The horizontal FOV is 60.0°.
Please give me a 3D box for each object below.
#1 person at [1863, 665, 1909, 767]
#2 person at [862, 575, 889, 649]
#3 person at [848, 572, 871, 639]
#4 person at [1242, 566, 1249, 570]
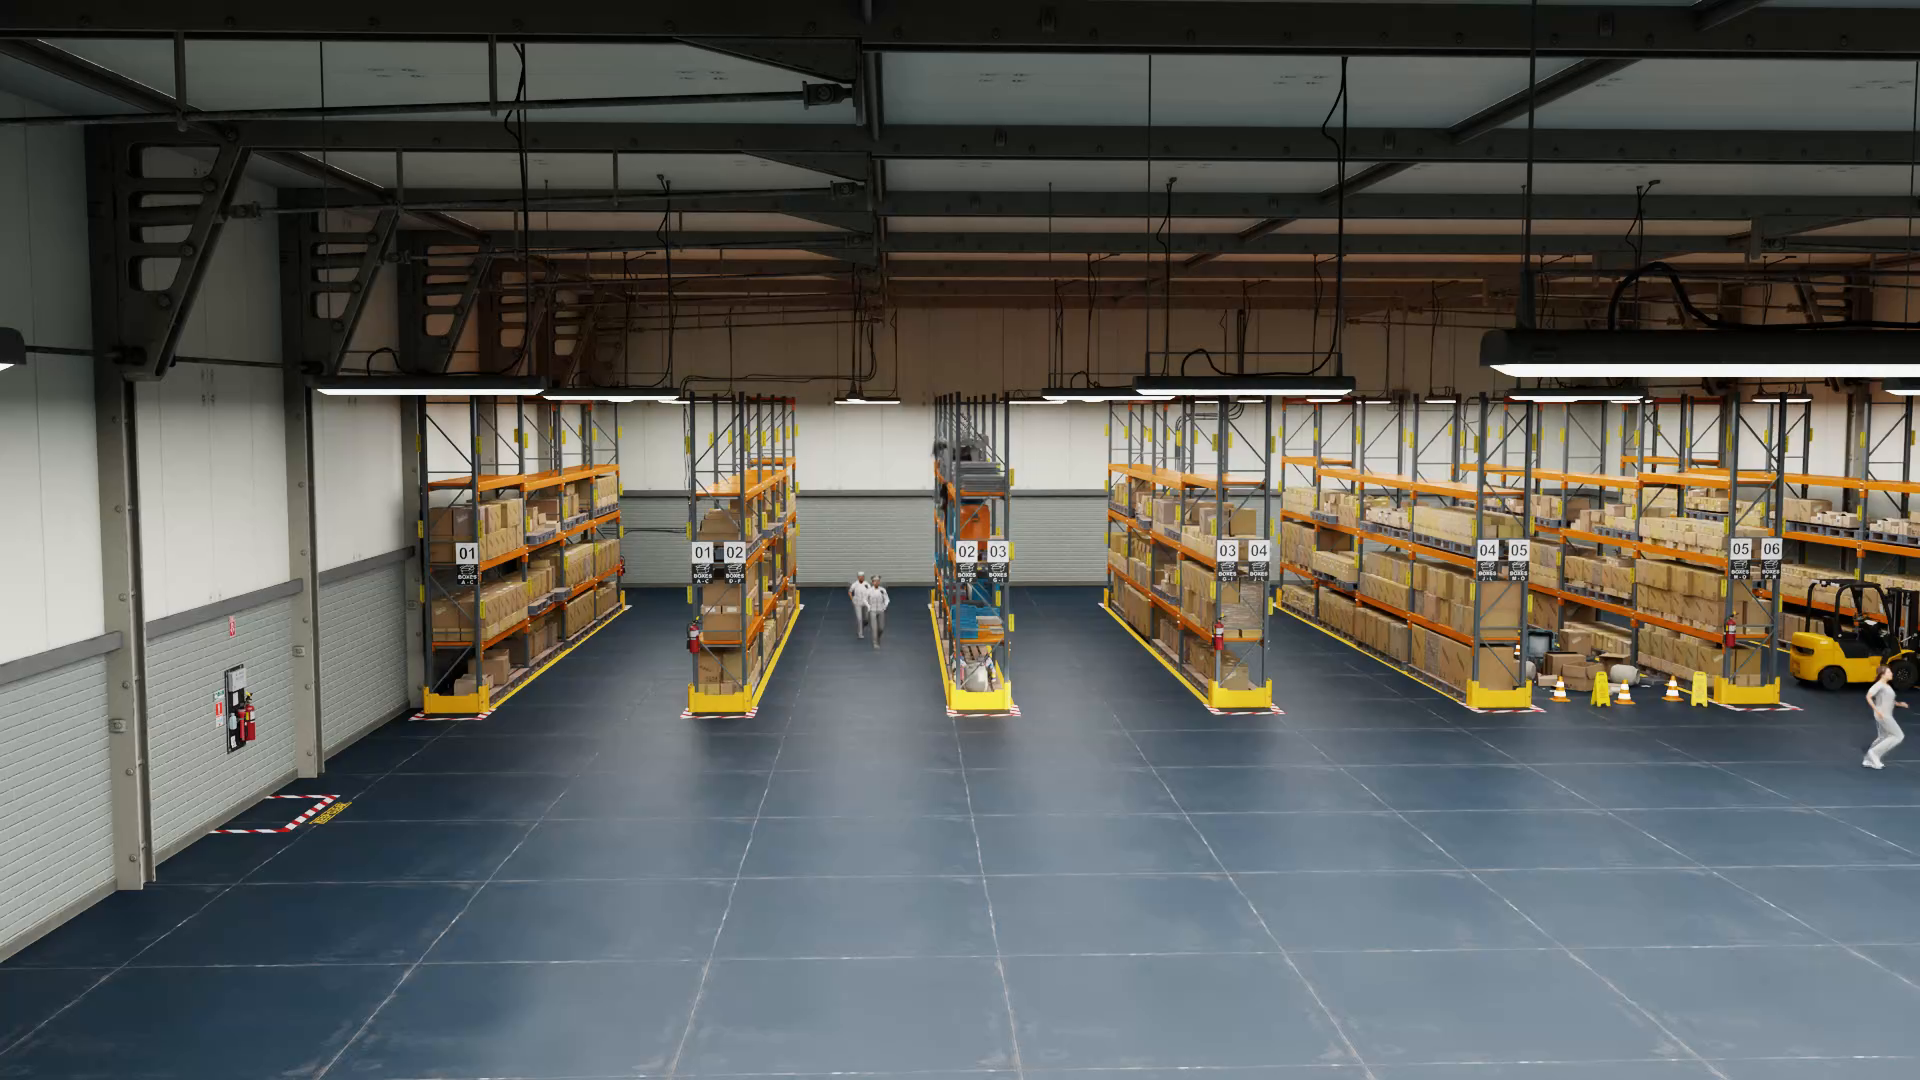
[{"bbox_3d":[14.605,2.791,26.217,0.612,1.631,0.553,3,6,36],"label":"person"},{"bbox_3d":[-1.883,1.605,37.436,0.614,1.659,0.505,-1,5,-11],"label":"person"},{"bbox_3d":[-2.441,1.604,41.247,0.601,1.632,0.762,-1,5,-12],"label":"person"},{"bbox_3d":[8.369,0.990,48.665,0.681,1.708,0.729,-2,5,-27],"label":"person"}]
